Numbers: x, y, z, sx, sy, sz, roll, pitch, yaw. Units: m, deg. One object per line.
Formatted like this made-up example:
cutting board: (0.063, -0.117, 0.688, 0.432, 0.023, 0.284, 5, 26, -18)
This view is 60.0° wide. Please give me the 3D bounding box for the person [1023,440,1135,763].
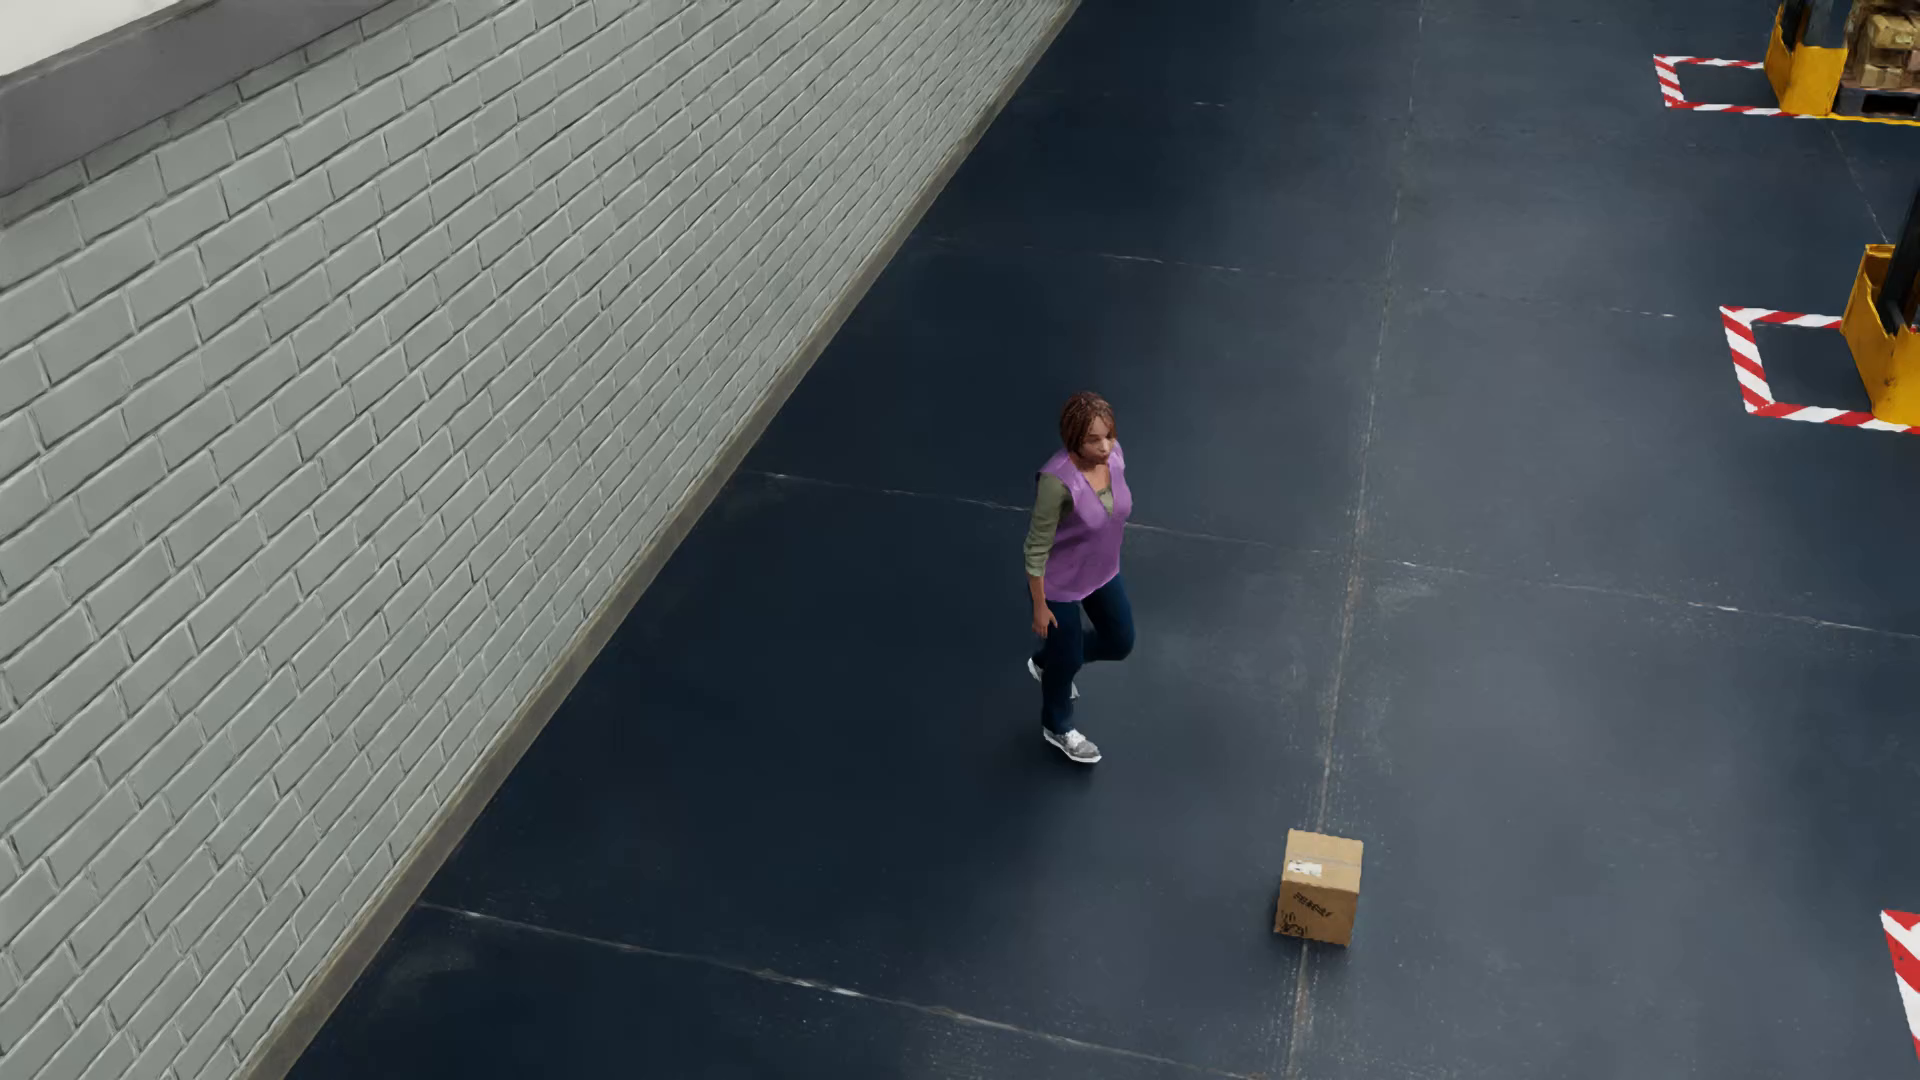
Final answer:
person: (0.763, 2.428, 0.968, 7.105, 3.169, 9.048, -26, 41, -34)
